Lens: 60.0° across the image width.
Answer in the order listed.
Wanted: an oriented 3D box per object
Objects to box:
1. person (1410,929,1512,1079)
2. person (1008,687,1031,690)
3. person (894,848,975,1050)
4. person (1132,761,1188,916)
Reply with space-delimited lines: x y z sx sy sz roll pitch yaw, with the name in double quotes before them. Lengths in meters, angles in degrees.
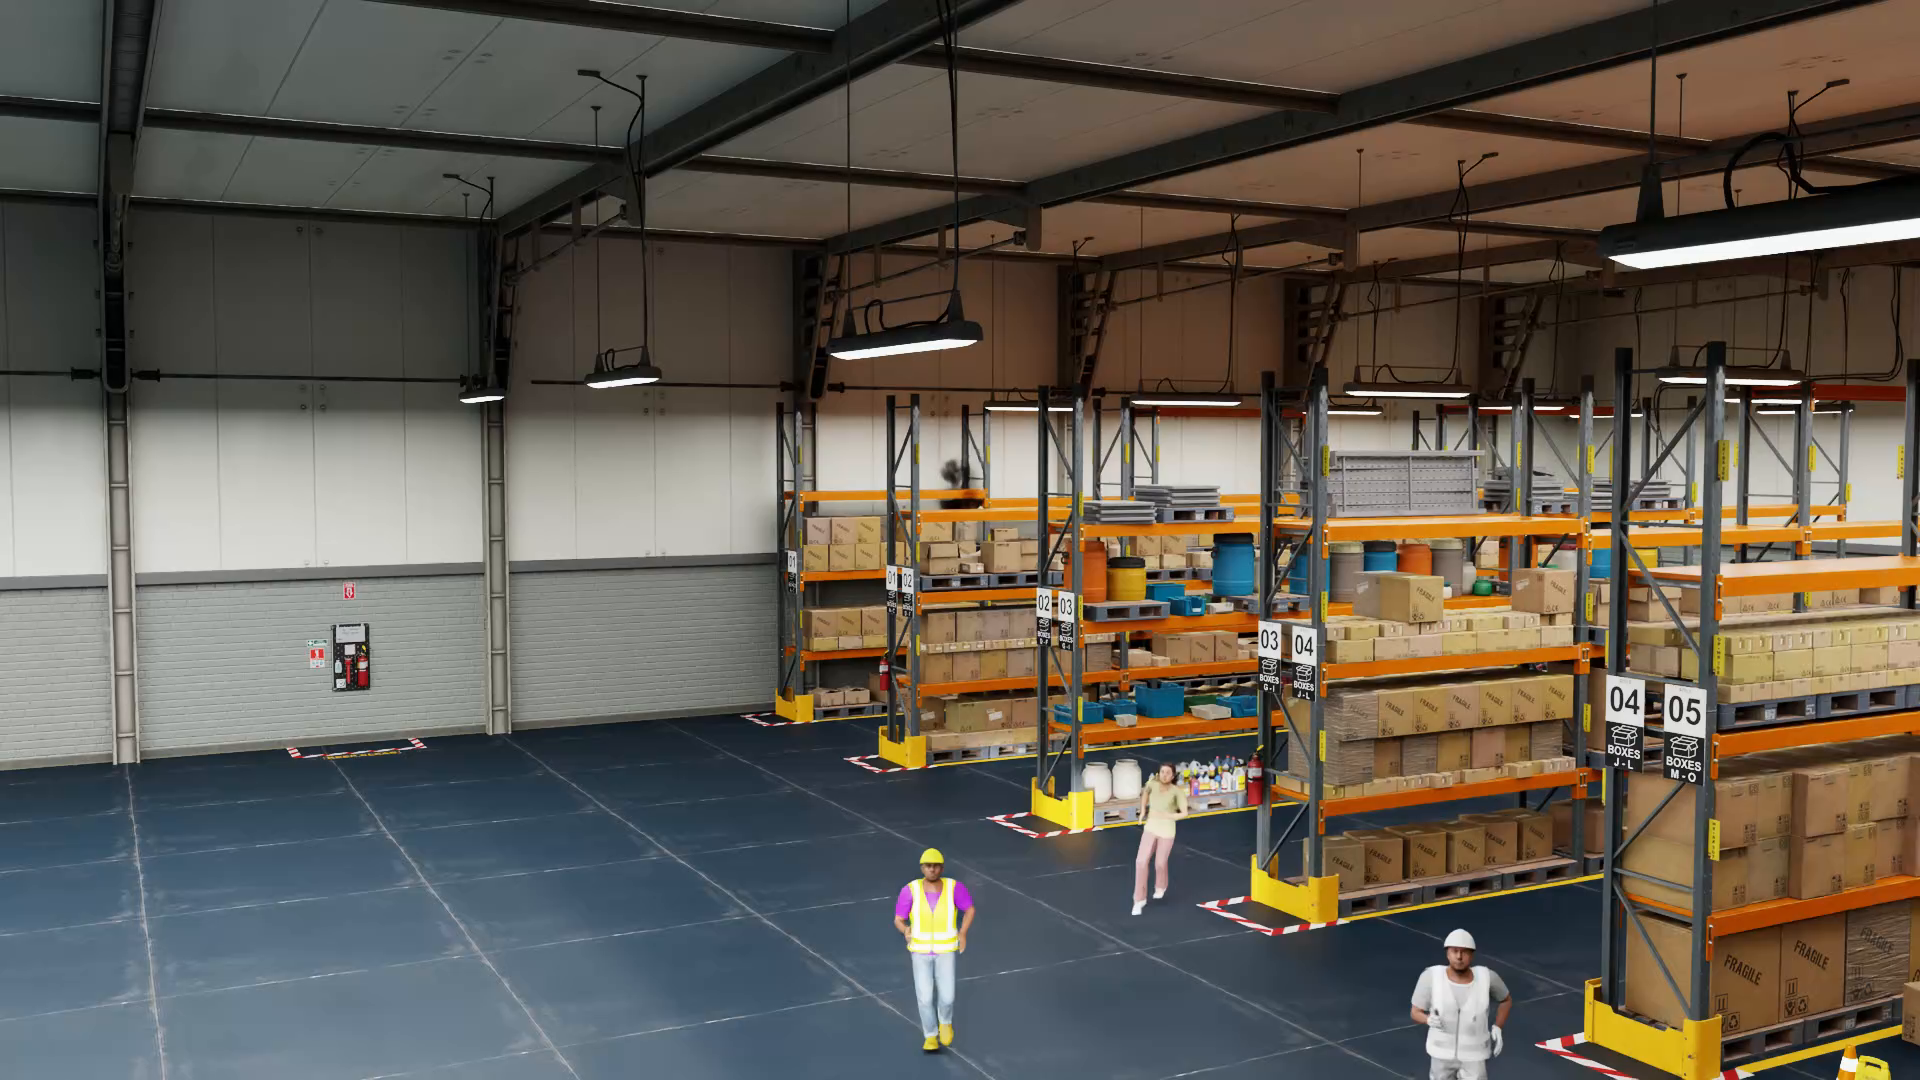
"person" 3.451 3.618 11.518 0.657 1.841 0.710 1 3 22
"person" 1.040 2.615 29.966 0.733 1.688 0.638 -2 4 -36
"person" -0.220 3.489 14.110 0.687 1.721 0.589 0 3 1
"person" 2.268 3.304 18.545 0.588 1.711 0.826 1 3 22
